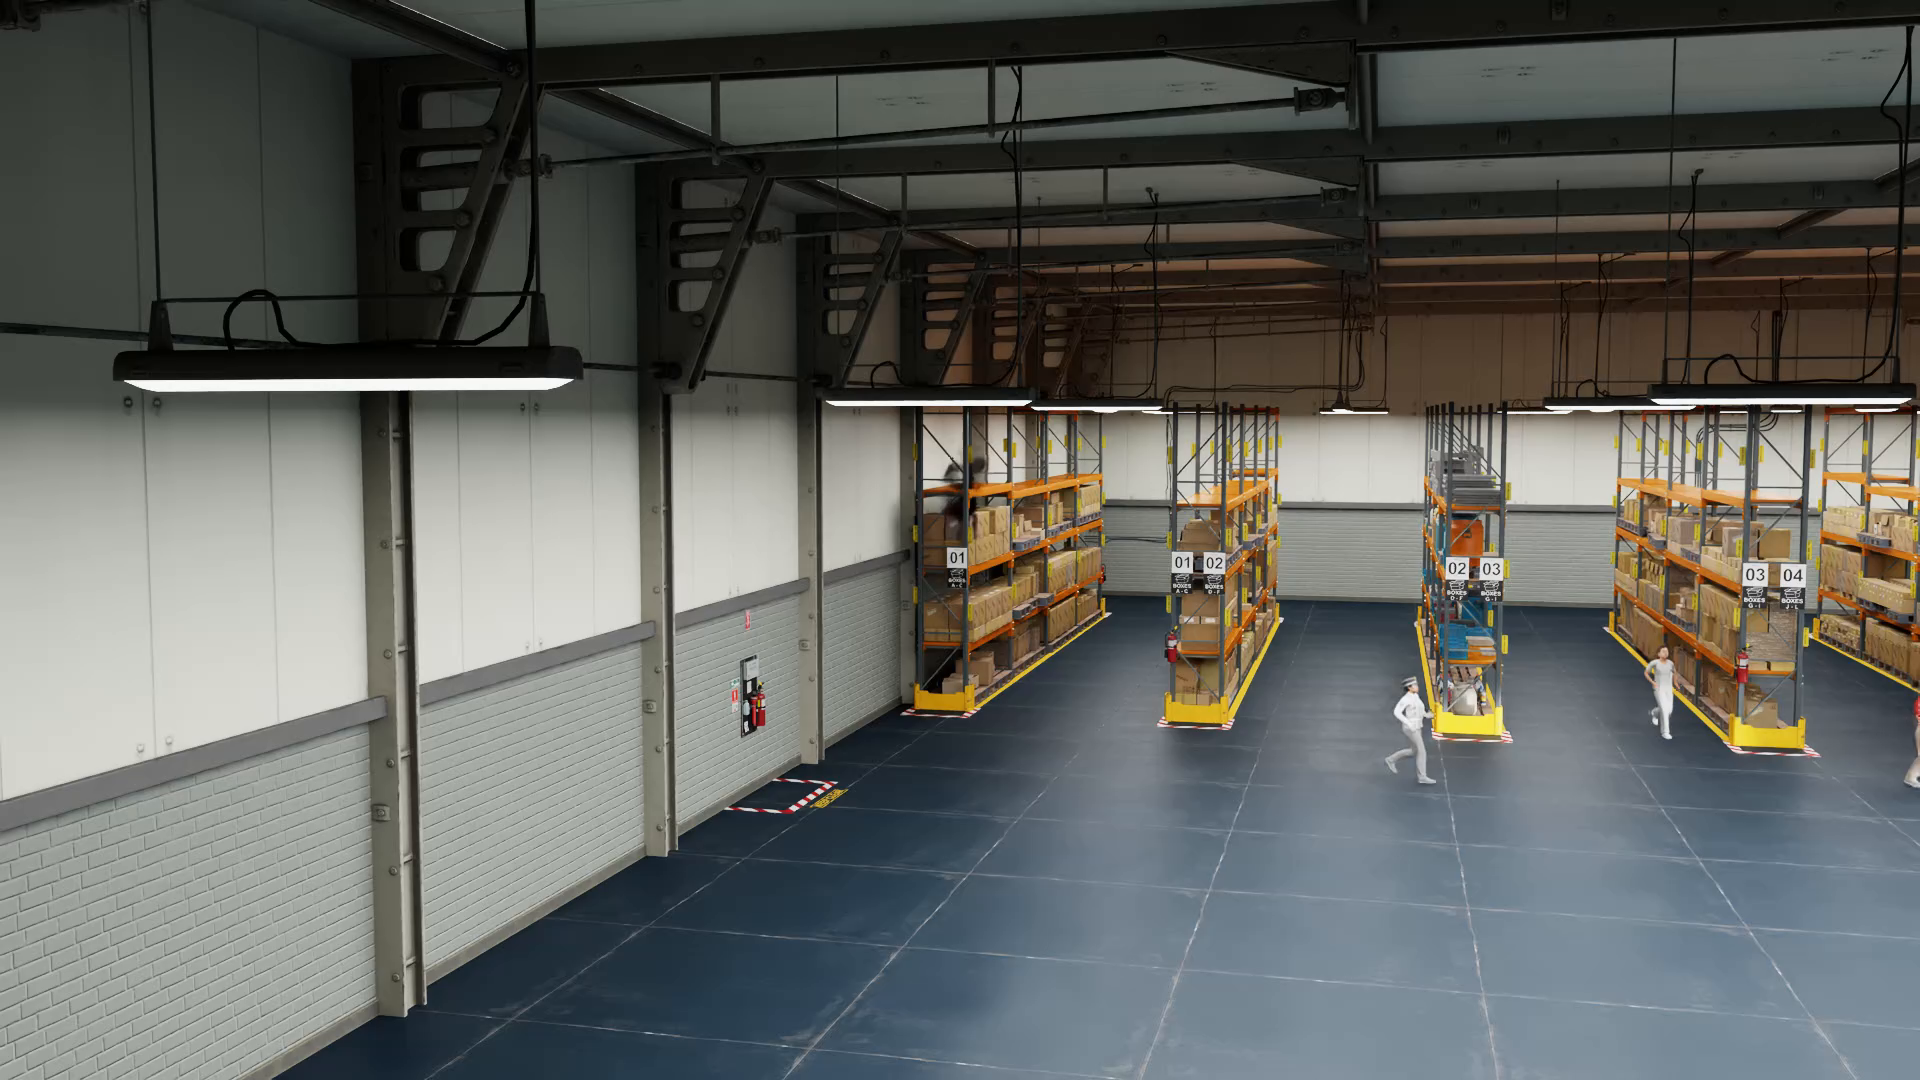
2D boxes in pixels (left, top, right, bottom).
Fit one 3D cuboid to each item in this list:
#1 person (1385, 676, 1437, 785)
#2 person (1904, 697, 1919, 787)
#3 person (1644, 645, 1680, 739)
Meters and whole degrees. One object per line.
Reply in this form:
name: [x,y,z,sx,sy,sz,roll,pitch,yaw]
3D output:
person: [7.068,2.956,26.050,0.843,1.668,0.624,3,5,33]
person: [14.932,3.000,25.567,0.673,1.728,0.694,-3,5,-32]
person: [12.599,2.707,29.901,0.565,1.649,0.747,0,4,-5]
